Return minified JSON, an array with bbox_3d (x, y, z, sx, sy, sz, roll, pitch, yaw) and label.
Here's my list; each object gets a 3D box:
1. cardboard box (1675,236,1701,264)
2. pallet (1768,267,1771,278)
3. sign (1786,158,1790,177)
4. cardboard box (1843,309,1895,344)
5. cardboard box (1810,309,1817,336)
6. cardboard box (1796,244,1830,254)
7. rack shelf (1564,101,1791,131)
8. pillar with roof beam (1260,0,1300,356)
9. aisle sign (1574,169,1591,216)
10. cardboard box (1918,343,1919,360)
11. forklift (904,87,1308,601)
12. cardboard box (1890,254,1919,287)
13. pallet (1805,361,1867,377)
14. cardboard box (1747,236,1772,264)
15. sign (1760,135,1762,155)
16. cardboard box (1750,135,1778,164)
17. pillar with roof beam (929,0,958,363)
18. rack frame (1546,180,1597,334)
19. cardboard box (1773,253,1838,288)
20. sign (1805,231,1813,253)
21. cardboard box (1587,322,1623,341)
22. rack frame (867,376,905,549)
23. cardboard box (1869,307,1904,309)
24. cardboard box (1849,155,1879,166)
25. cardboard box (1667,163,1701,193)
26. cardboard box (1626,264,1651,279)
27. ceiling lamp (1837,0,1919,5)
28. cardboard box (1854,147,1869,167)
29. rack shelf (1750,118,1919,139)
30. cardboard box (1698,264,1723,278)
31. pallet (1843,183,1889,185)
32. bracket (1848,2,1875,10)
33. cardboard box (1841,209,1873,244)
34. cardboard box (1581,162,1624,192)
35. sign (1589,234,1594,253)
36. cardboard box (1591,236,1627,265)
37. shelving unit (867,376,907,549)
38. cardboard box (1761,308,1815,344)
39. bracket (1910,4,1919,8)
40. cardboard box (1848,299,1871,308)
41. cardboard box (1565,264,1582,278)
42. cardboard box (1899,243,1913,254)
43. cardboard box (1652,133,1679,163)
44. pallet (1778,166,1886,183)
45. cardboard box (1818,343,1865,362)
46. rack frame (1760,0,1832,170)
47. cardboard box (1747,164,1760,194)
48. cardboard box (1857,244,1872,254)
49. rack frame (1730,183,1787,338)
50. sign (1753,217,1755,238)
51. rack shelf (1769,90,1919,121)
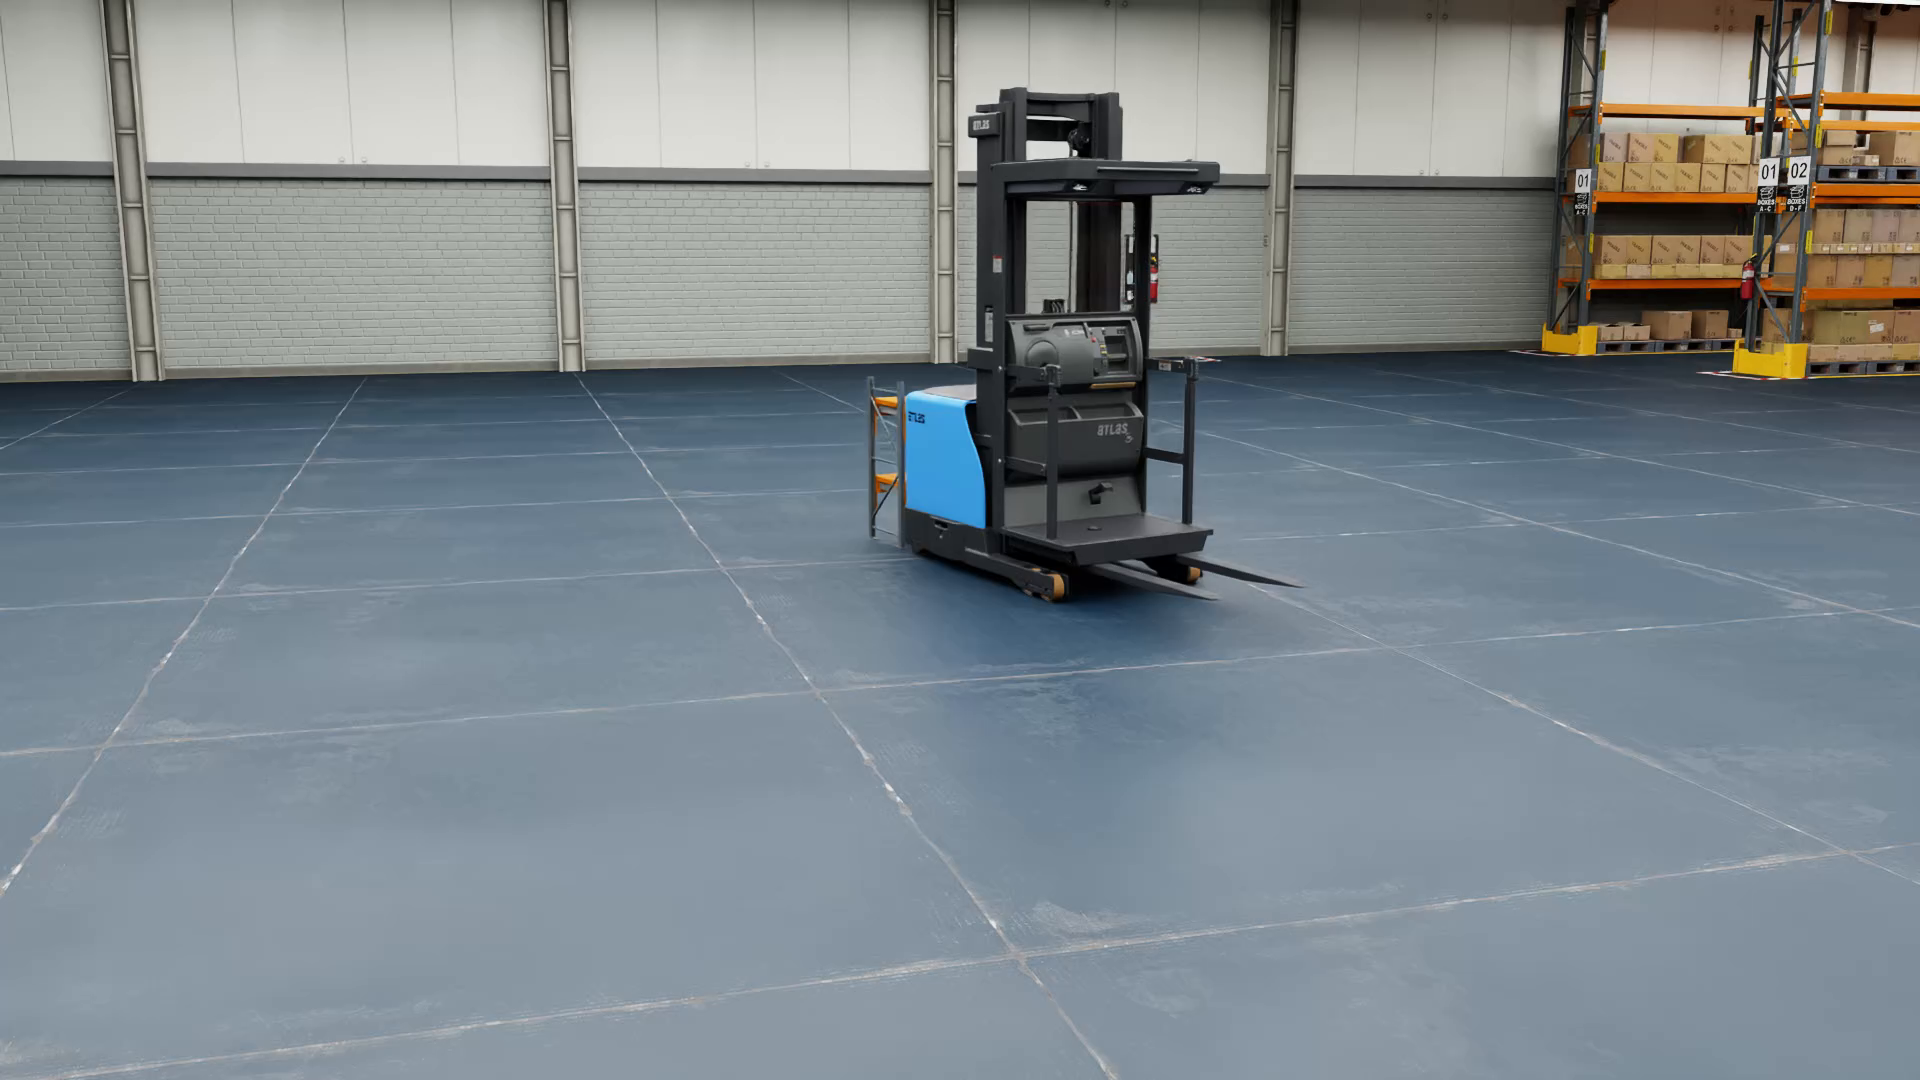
[{"bbox_3d":[12.835,-5.184,29.709,0.500,0.500,0.500,-3,11,-14],"label":"cardboard box"},{"bbox_3d":[15.440,-4.952,30.692,1.213,0.211,1.003,-3,11,-16],"label":"pallet"},{"bbox_3d":[14.824,-6.669,29.773,0.005,0.325,0.100,-3,11,-16],"label":"sign"},{"bbox_3d":[13.746,-3.235,25.195,0.500,0.500,0.500,-3,11,-16],"label":"cardboard box"},{"bbox_3d":[15.849,-4.095,31.196,0.500,0.500,0.700,-3,11,-17],"label":"cardboard box"},{"bbox_3d":[12.650,-4.320,24.662,0.250,0.149,0.380,-3,11,-16],"label":"cardboard box"},{"bbox_3d":[12.745,-7.527,29.574,4.000,0.370,1.077,-3,11,-16],"label":"rack shelf"},{"bbox_3d":[6.697,-6.915,24.254,0.400,9.000,9.100,-3,11,-16],"label":"pillar with roof beam"},{"bbox_3d":[10.839,-6.053,28.964,0.004,0.787,0.394,-3,11,-16],"label":"aisle sign"},{"bbox_3d":[14.711,-2.914,25.523,0.500,0.250,0.500,-3,11,-16],"label":"cardboard box"},{"bbox_3d":[0.816,-1.181,9.864,1.130,2.935,3.031,-6,12,-30],"label":"forklift"},{"bbox_3d":[14.150,-4.119,25.361,0.500,0.500,0.700,-3,11,-14],"label":"cardboard box"},{"bbox_3d":[12.935,-2.644,25.328,1.213,0.211,1.003,-3,11,-16],"label":"pallet"},{"bbox_3d":[14.298,-5.260,30.124,0.500,0.500,0.500,-3,11,-16],"label":"cardboard box"},{"bbox_3d":[12.075,-5.937,24.997,0.005,0.325,0.100,-3,11,-16],"label":"sign"},{"bbox_3d":[14.260,-6.987,29.835,0.500,0.500,0.500,-4,11,-21],"label":"cardboard box"},{"bbox_3d":[0.937,-6.611,22.604,0.400,9.000,9.100,-3,11,-16],"label":"pillar with roof beam"},{"bbox_3d":[10.825,-4.831,29.502,0.127,3.000,1.000,-3,11,-16],"label":"rack frame"},{"bbox_3d":[12.665,-4.040,24.933,0.500,0.500,0.700,-3,11,-16],"label":"cardboard box"},{"bbox_3d":[12.362,-4.338,24.214,0.005,0.325,0.100,-3,11,-16],"label":"sign"},{"bbox_3d":[11.514,-3.744,29.811,0.500,0.311,0.500,-4,11,-22],"label":"cardboard box"},{"bbox_3d":[-0.504,-0.534,11.339,0.032,1.125,0.500,-6,12,-29],"label":"rack frame"},{"bbox_3d":[14.561,-3.376,25.961,0.500,0.500,0.500,-3,11,-16],"label":"cardboard box"},{"bbox_3d":[13.392,-5.626,24.683,0.250,0.149,0.380,-3,11,-16],"label":"cardboard box"},{"bbox_3d":[12.747,-6.417,29.503,0.500,0.500,0.500,-2,11,-12],"label":"cardboard box"},{"bbox_3d":[11.877,-4.765,29.504,0.500,0.250,0.500,-3,11,-18],"label":"cardboard box"},{"bbox_3d":[15.250,-8.858,27.366,1.941,0.041,0.237,-3,11,-16],"label":"ceiling lamp"},{"bbox_3d":[13.779,-5.809,25.230,0.500,0.311,0.500,-2,11,-9],"label":"cardboard box"},{"bbox_3d":[16.586,-7.534,30.710,4.000,0.370,1.077,-3,11,-16],"label":"rack shelf"},{"bbox_3d":[13.336,-4.841,29.915,0.500,0.250,0.500,-3,11,-16],"label":"cardboard box"},{"bbox_3d":[16.283,-6.482,30.704,1.003,0.211,1.213,-3,11,-16],"label":"pallet"},{"bbox_3d":[16.717,-9.958,30.842,0.430,0.232,0.235,-3,11,-16],"label":"bracket"},{"bbox_3d":[13.219,-4.709,24.979,0.500,0.500,0.700,-3,11,-17],"label":"cardboard box"},{"bbox_3d":[11.216,-6.338,29.075,0.500,0.500,0.500,-3,11,-14],"label":"cardboard box"},{"bbox_3d":[10.977,-5.162,28.911,0.005,0.325,0.100,-3,11,-16],"label":"sign"},{"bbox_3d":[11.367,-5.108,29.293,0.500,0.500,0.500,-3,11,-16],"label":"cardboard box"},{"bbox_3d":[-0.060,-0.579,11.582,1.048,1.125,0.538,-6,12,-29],"label":"shelving unit"},{"bbox_3d":[12.645,-3.272,25.397,0.500,0.500,0.500,-3,11,-16],"label":"cardboard box"},{"bbox_3d":[19.987,-10.131,31.779,4.783,0.066,0.076,-3,11,-16],"label":"bracket"},{"bbox_3d":[16.772,-4.501,31.329,0.500,0.250,0.500,-3,11,-16],"label":"cardboard box"},{"bbox_3d":[11.219,-4.824,29.825,0.500,0.250,0.500,-3,11,-15],"label":"cardboard box"},{"bbox_3d":[14.126,-4.398,25.084,0.250,0.149,0.380,-3,11,-15],"label":"cardboard box"},{"bbox_3d":[12.247,-6.878,29.247,0.500,0.500,0.500,-3,11,-14],"label":"cardboard box"},{"bbox_3d":[12.899,-5.433,24.732,1.213,0.211,1.003,-3,11,-16],"label":"pallet"},{"bbox_3d":[13.269,-2.838,25.115,0.500,0.250,0.500,-3,11,-16],"label":"cardboard box"},{"bbox_3d":[12.213,-6.920,24.282,0.127,3.000,1.000,-3,11,-16],"label":"rack frame"},{"bbox_3d":[14.247,-6.499,29.946,0.500,0.500,0.500,-3,11,-14],"label":"cardboard box"},{"bbox_3d":[13.385,-4.359,24.872,0.250,0.149,0.380,-3,11,-17],"label":"cardboard box"},{"bbox_3d":[14.665,-5.033,30.602,0.127,3.000,1.000,-3,11,-16],"label":"rack frame"},{"bbox_3d":[12.075,-4.751,25.215,0.005,0.325,0.100,-3,11,-16],"label":"sign"},{"bbox_3d":[14.133,-6.471,24.933,4.000,0.370,1.077,-3,11,-16],"label":"rack shelf"}]
